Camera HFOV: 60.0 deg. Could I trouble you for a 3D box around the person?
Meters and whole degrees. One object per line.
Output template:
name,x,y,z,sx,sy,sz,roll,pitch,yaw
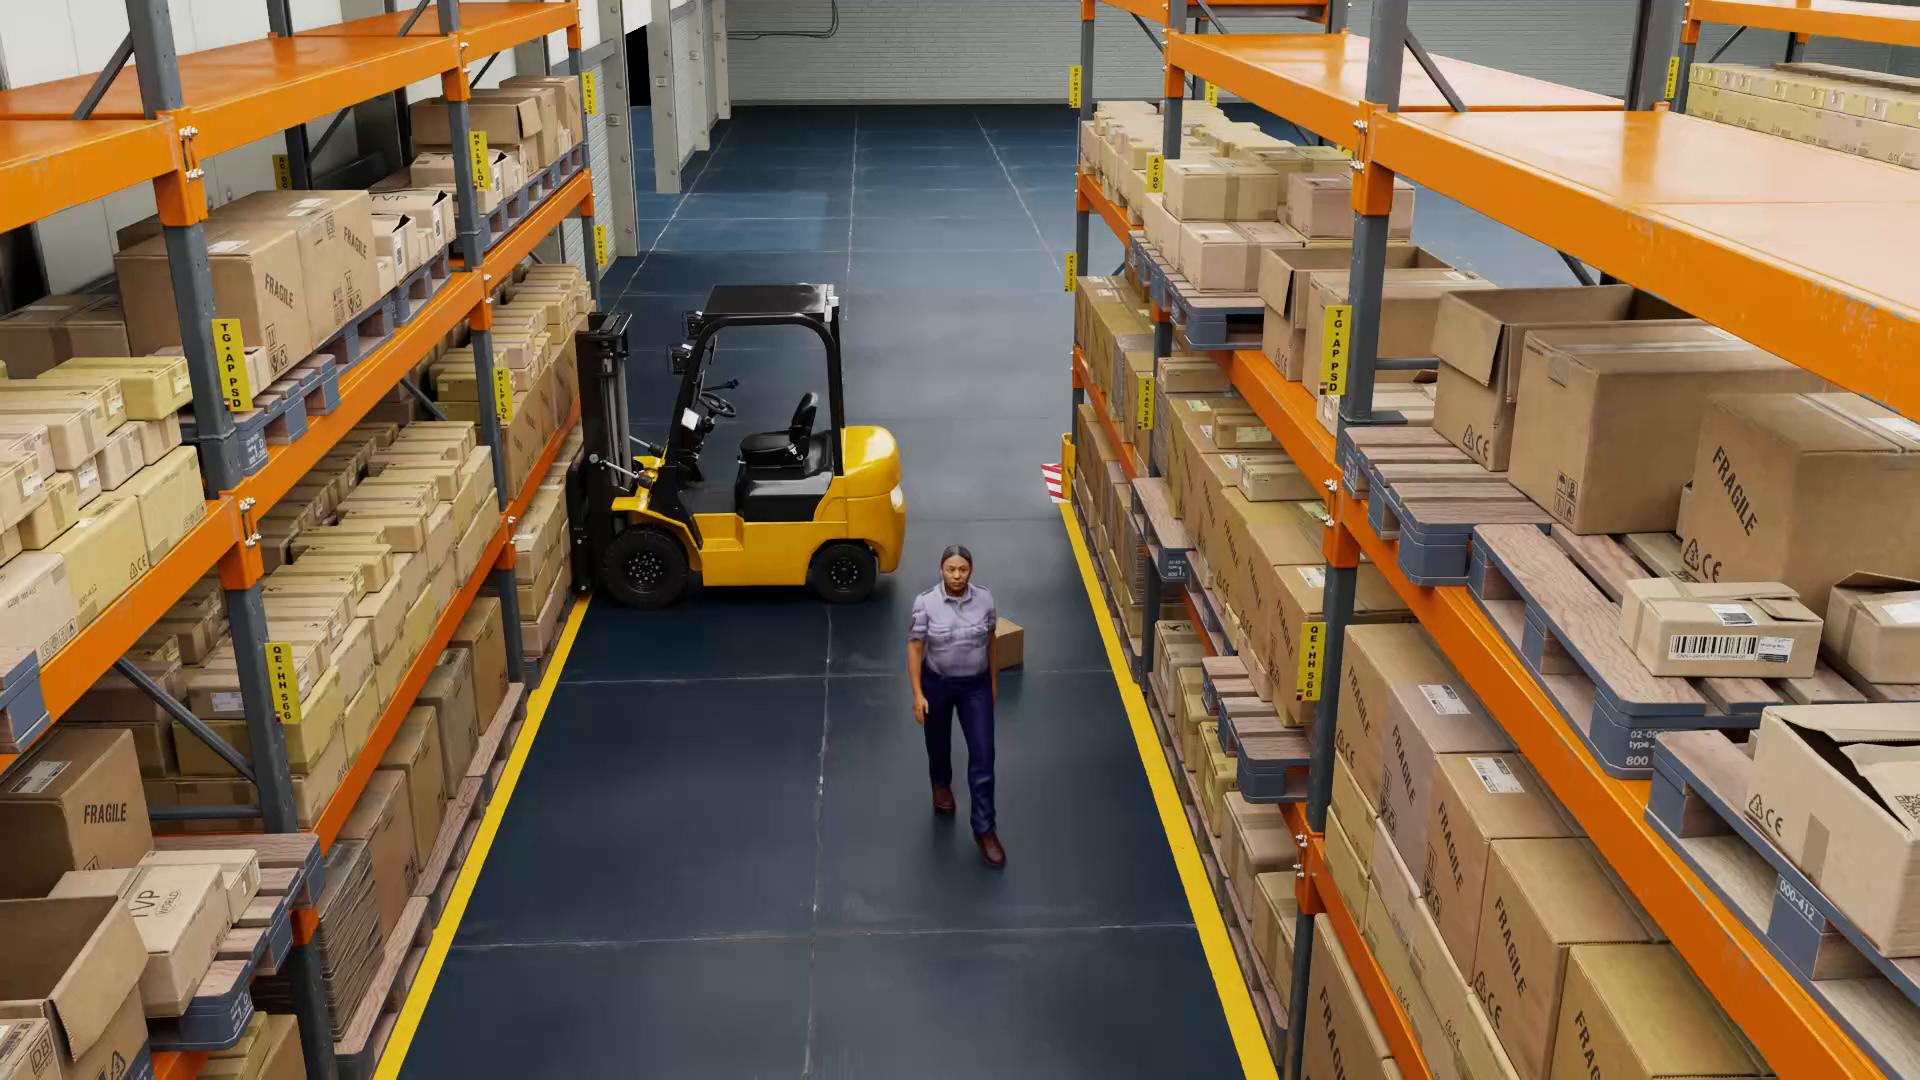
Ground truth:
person,-0.021,0.827,8.877,0.512,1.629,0.874,-3,21,-7
